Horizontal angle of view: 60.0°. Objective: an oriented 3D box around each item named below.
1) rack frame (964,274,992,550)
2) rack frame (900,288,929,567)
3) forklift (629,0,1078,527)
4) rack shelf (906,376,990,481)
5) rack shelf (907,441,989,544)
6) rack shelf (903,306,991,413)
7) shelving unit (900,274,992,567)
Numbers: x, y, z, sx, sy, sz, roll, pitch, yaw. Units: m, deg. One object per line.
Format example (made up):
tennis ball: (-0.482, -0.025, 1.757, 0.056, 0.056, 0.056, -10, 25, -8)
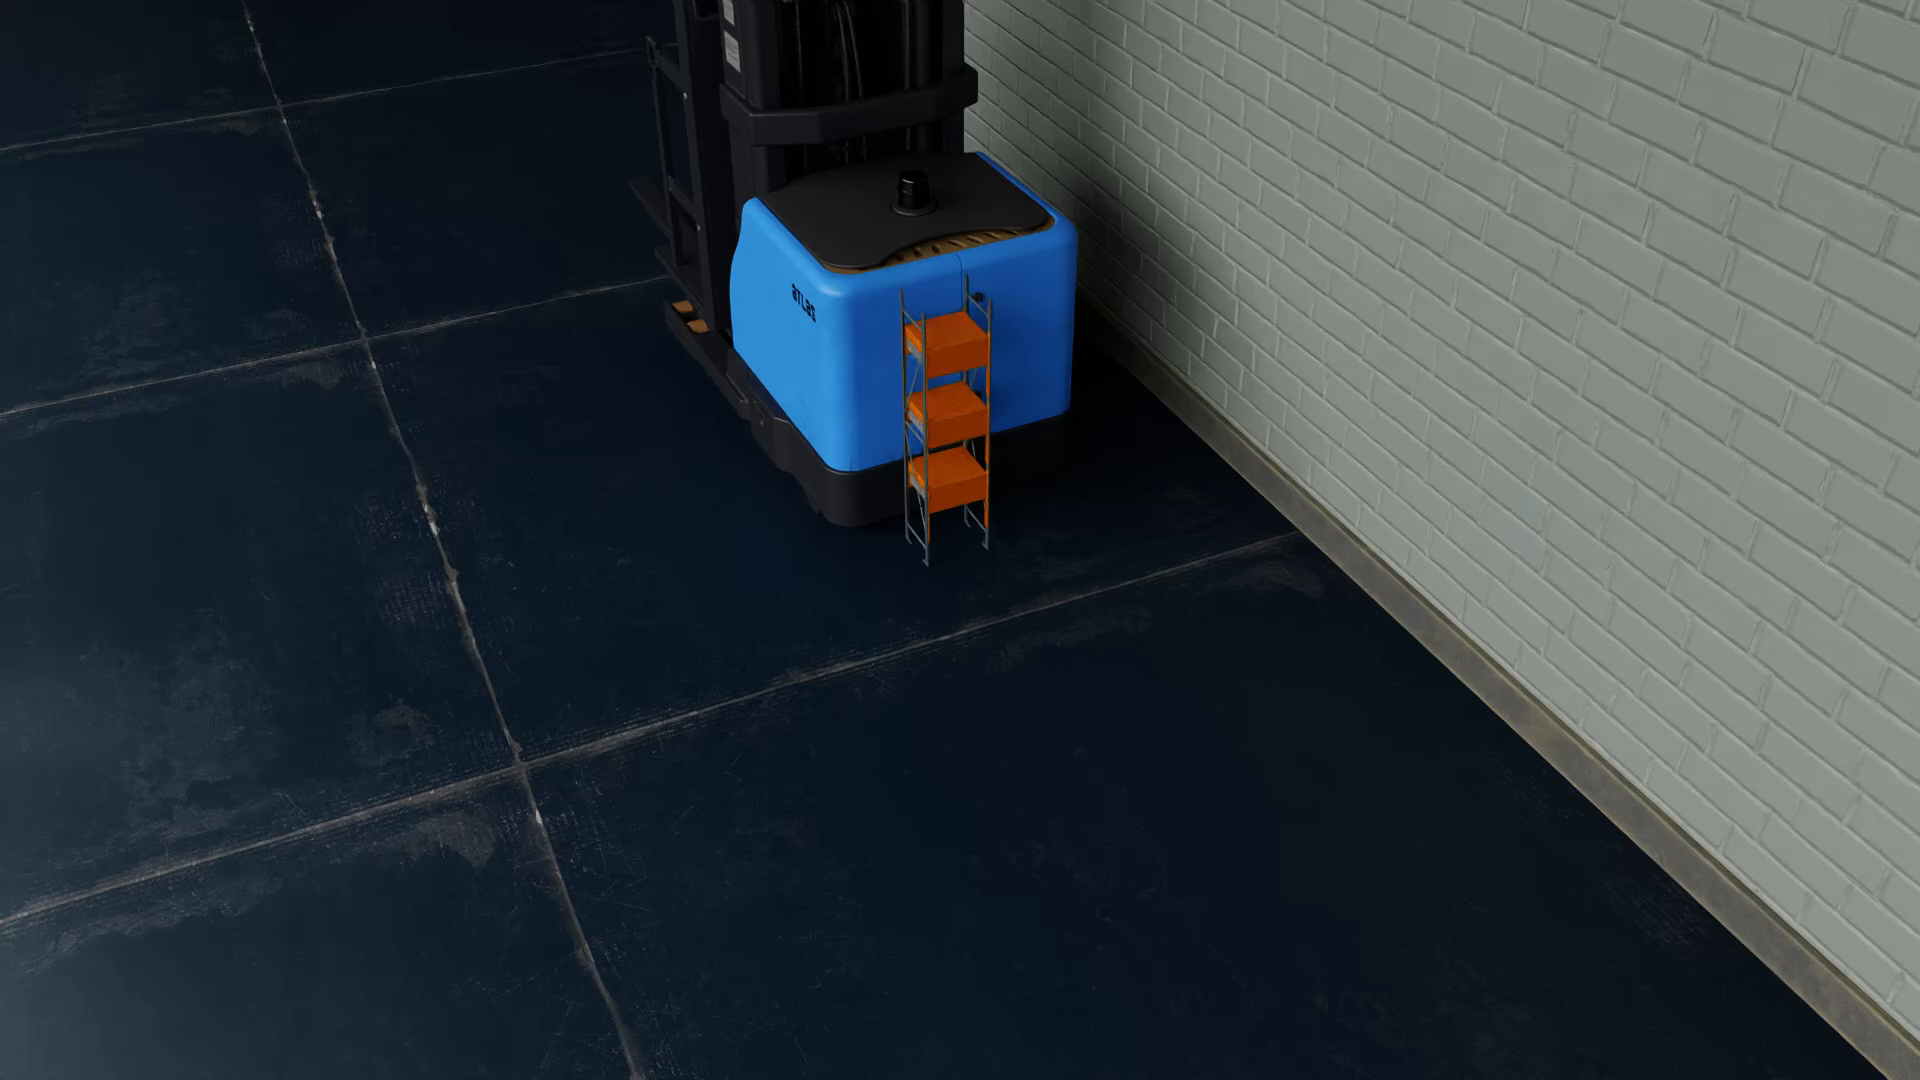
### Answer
rack frame: (0.062, -0.439, 5.961, 0.008, 1.050, 0.200, -16, 39, -20)
rack frame: (-0.159, -0.377, 5.877, 0.008, 1.050, 0.200, -16, 39, -20)
forklift: (-0.671, -2.090, 6.608, 1.130, 2.935, 3.031, -17, 40, -21)
rack shelf: (-0.048, -0.400, 5.925, 0.240, 0.259, 0.215, -16, 39, -20)
rack shelf: (-0.048, -0.176, 6.091, 0.240, 0.259, 0.215, -16, 39, -20)
rack shelf: (-0.048, -0.628, 5.756, 0.240, 0.259, 0.215, -16, 39, -20)
shelving unit: (-0.048, -0.408, 5.919, 0.252, 1.050, 0.215, -16, 39, -20)
